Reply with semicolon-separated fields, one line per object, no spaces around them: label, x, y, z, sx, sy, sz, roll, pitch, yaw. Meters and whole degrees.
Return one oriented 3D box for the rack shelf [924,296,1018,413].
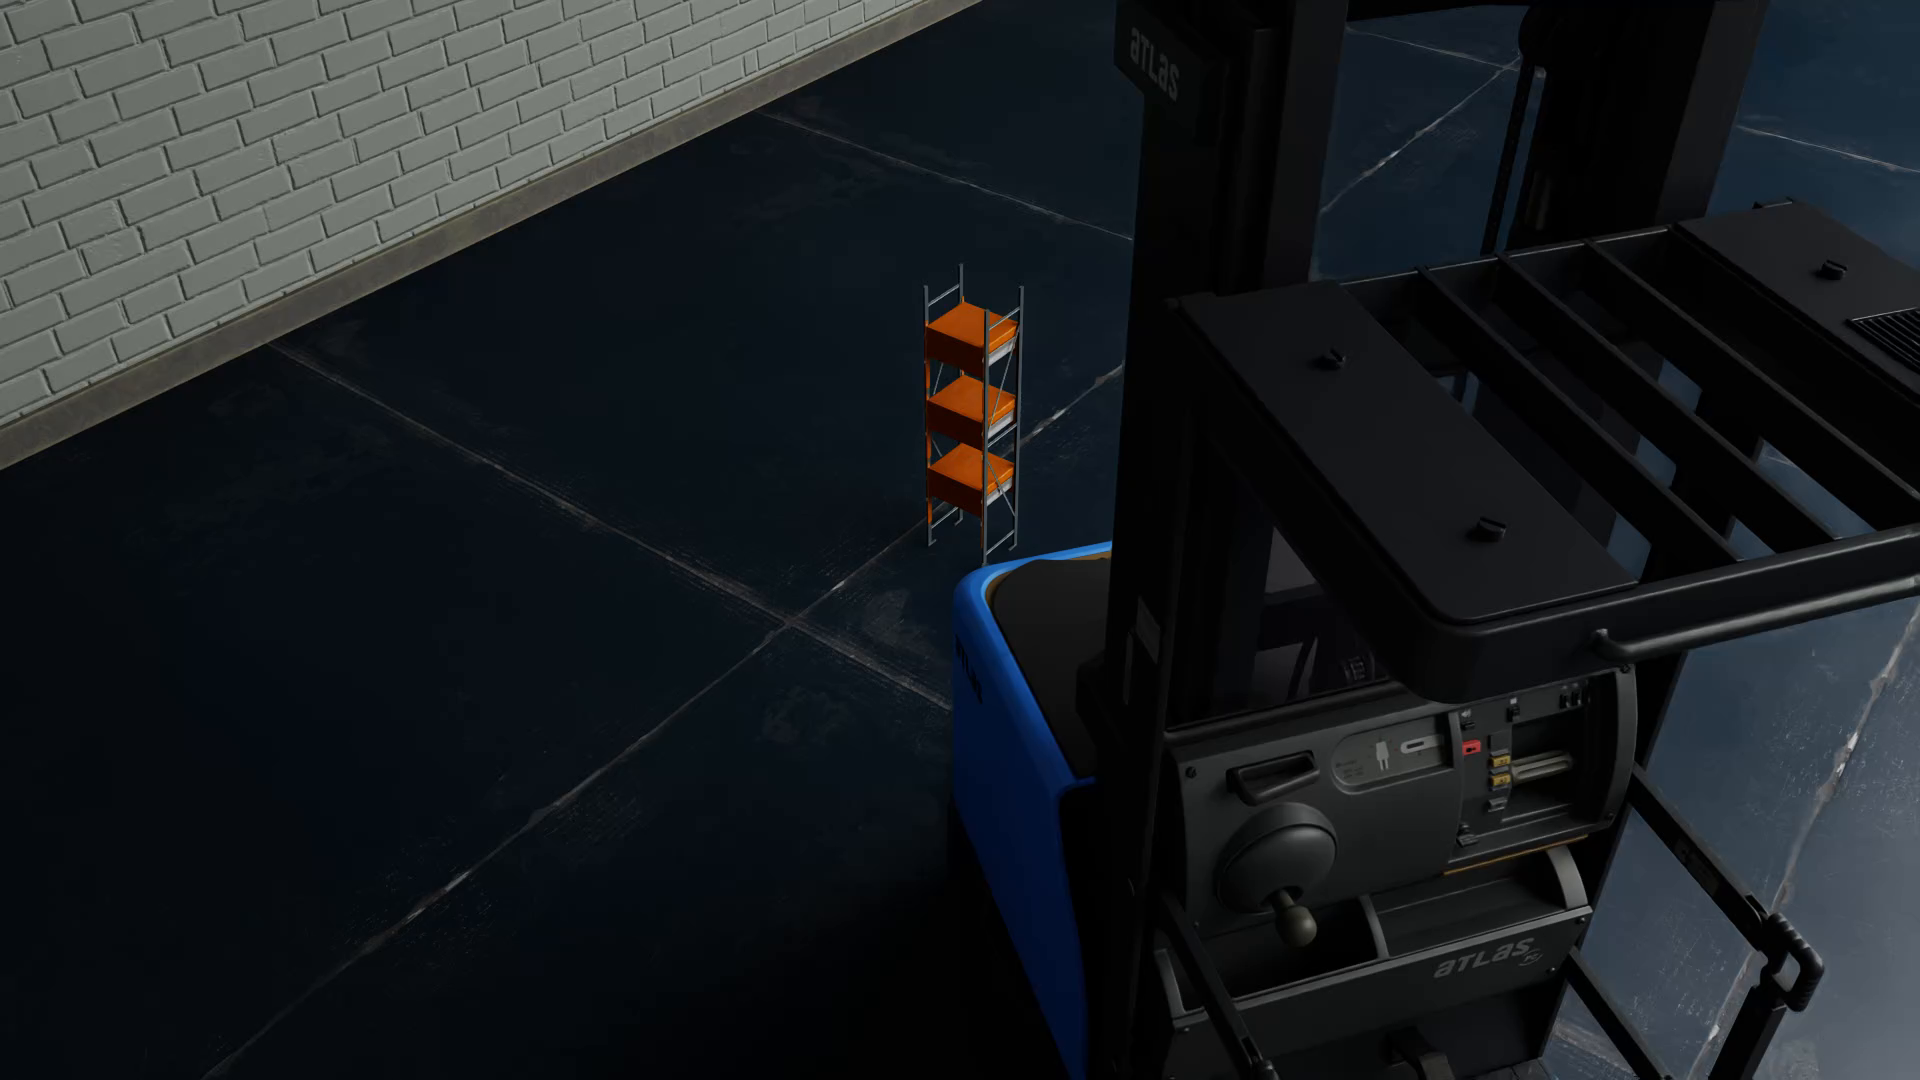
rack shelf;0.042;-0.608;5.448;0.240;0.259;0.215;25;45;29

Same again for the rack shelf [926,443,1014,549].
rack shelf;0.043;-0.166;5.794;0.240;0.259;0.215;25;45;29

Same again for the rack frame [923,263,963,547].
rack frame;-0.054;-0.439;5.674;0.008;1.050;0.200;25;45;29

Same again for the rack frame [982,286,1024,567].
rack frame;0.139;-0.348;5.558;0.008;1.050;0.200;25;45;29

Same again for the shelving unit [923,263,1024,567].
shelving unit;0.042;-0.393;5.616;0.252;1.050;0.215;25;45;29

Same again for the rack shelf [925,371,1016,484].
rack shelf;0.042;-0.385;5.623;0.240;0.259;0.215;25;45;29

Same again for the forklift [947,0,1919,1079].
forklift;0.897;0.544;2.893;1.130;2.935;3.031;-11;39;-14
